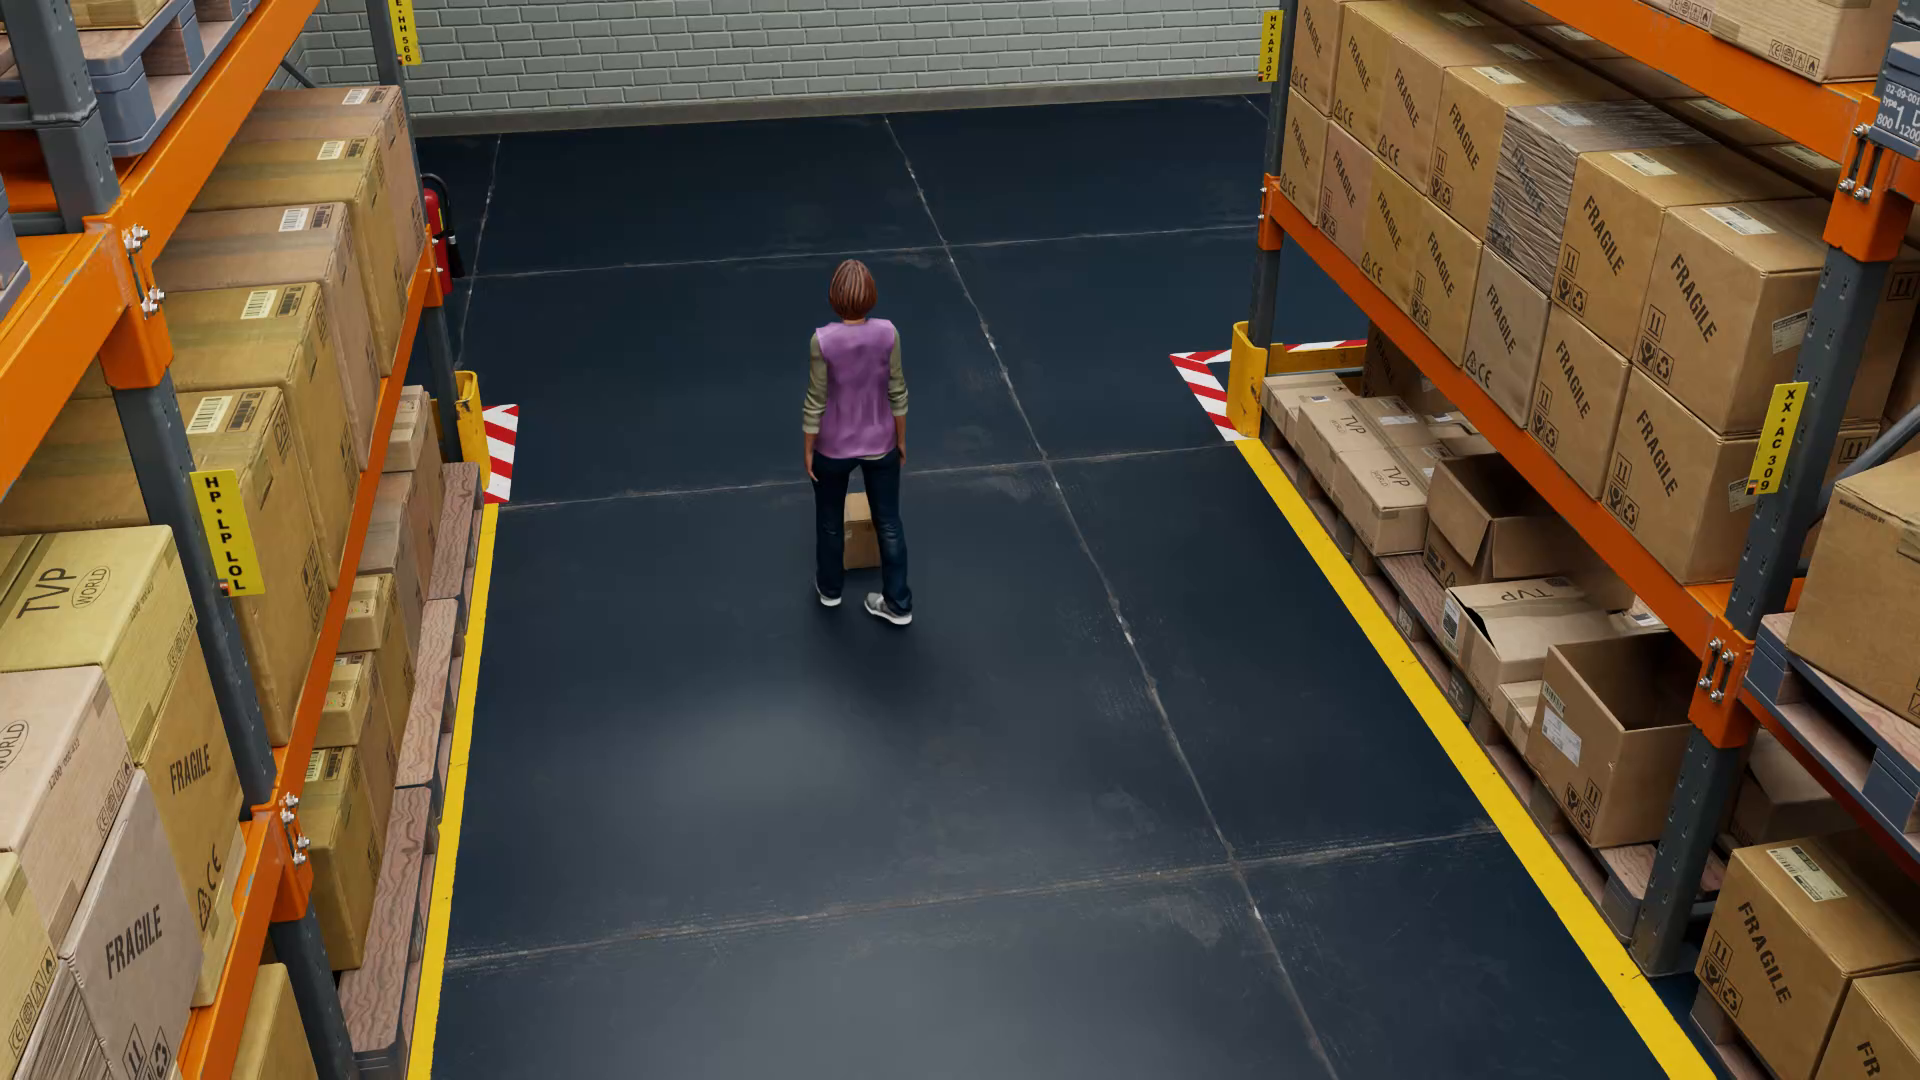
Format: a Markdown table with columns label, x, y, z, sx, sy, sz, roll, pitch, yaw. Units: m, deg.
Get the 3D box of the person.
| label | x | y | z | sx | sy | sz | roll | pitch | yaw |
| --- | --- | --- | --- | --- | --- | --- | --- | --- | --- |
| person | -0.439 | -0.396 | 6.802 | 0.433 | 1.593 | 0.528 | -9 | 32 | -14 |
